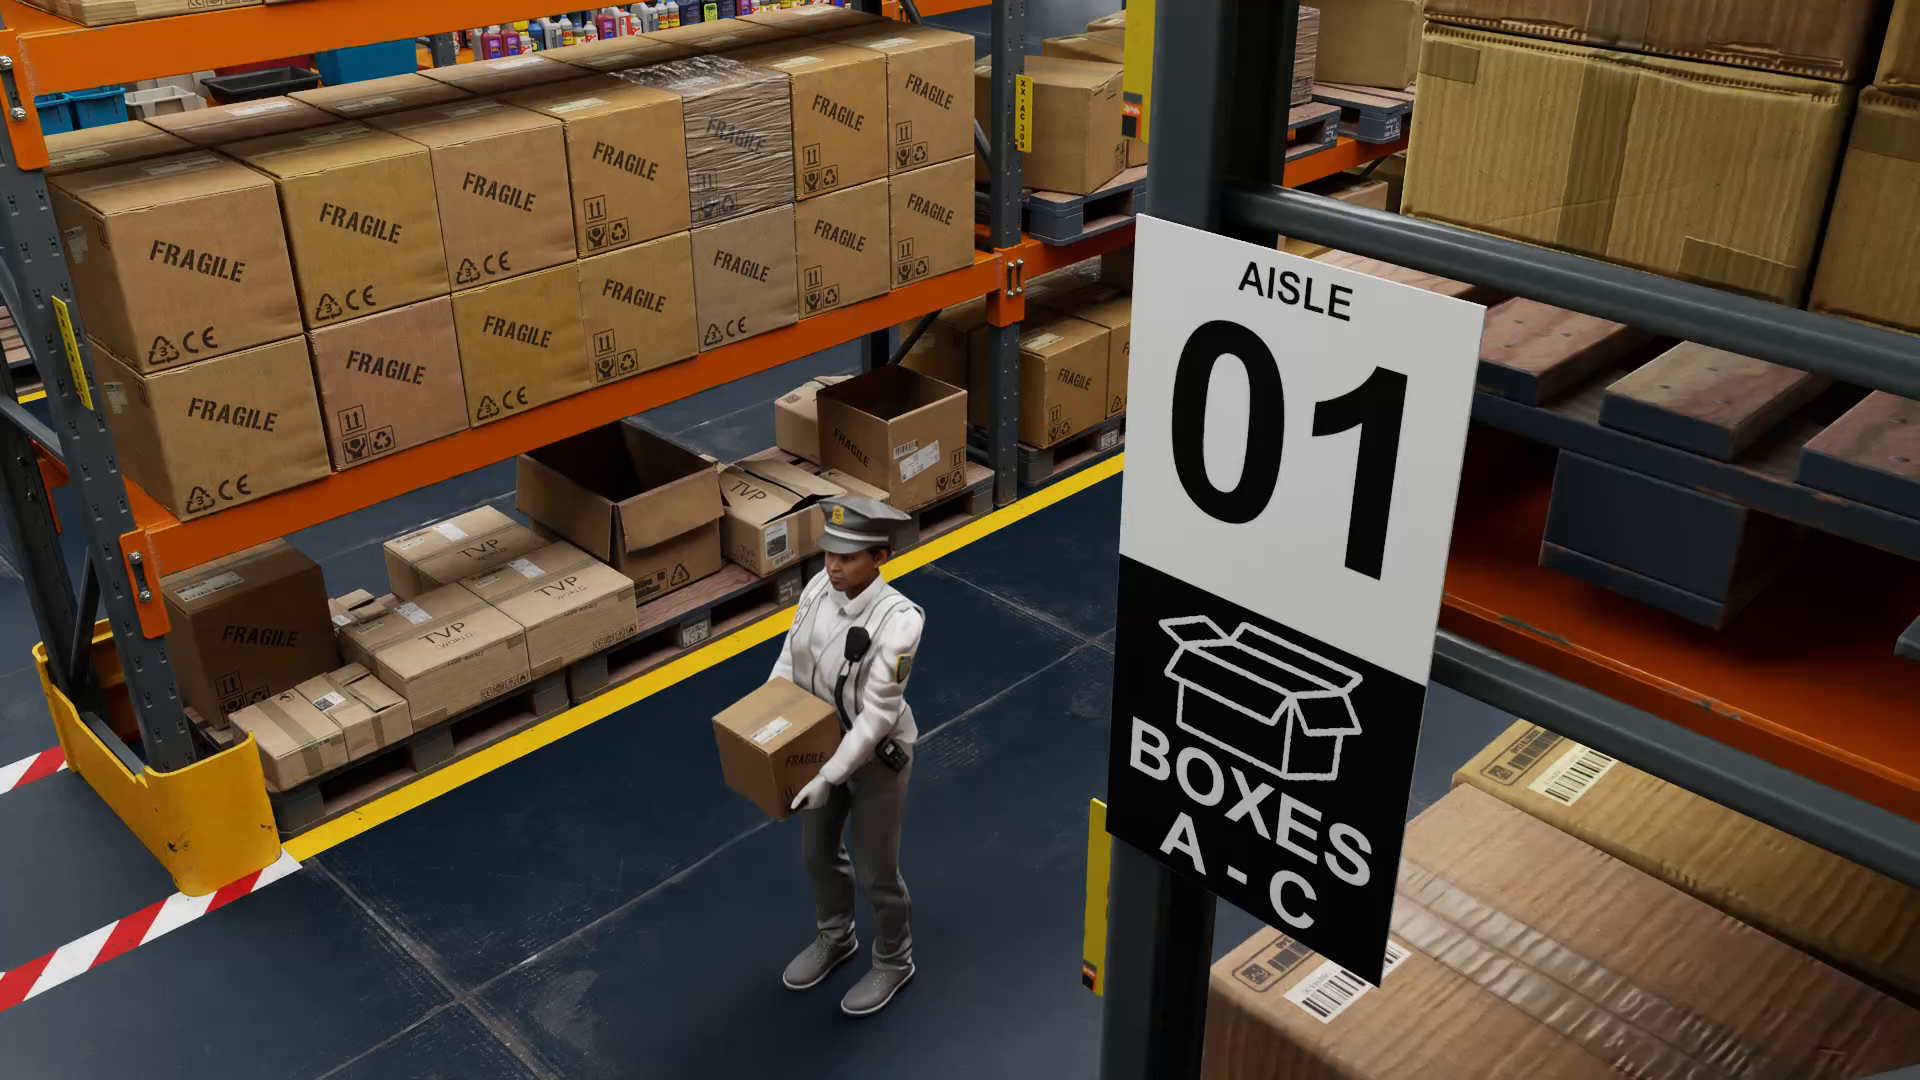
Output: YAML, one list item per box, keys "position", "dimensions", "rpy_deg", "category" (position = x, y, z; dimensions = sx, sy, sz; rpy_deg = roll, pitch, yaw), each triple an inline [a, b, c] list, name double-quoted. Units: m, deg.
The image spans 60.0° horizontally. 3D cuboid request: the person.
- position: [-0.372, 0.656, 4.861]
  dimensions: [0.453, 1.691, 0.535]
  rpy_deg: [25, 37, 38]
  category: "person"
